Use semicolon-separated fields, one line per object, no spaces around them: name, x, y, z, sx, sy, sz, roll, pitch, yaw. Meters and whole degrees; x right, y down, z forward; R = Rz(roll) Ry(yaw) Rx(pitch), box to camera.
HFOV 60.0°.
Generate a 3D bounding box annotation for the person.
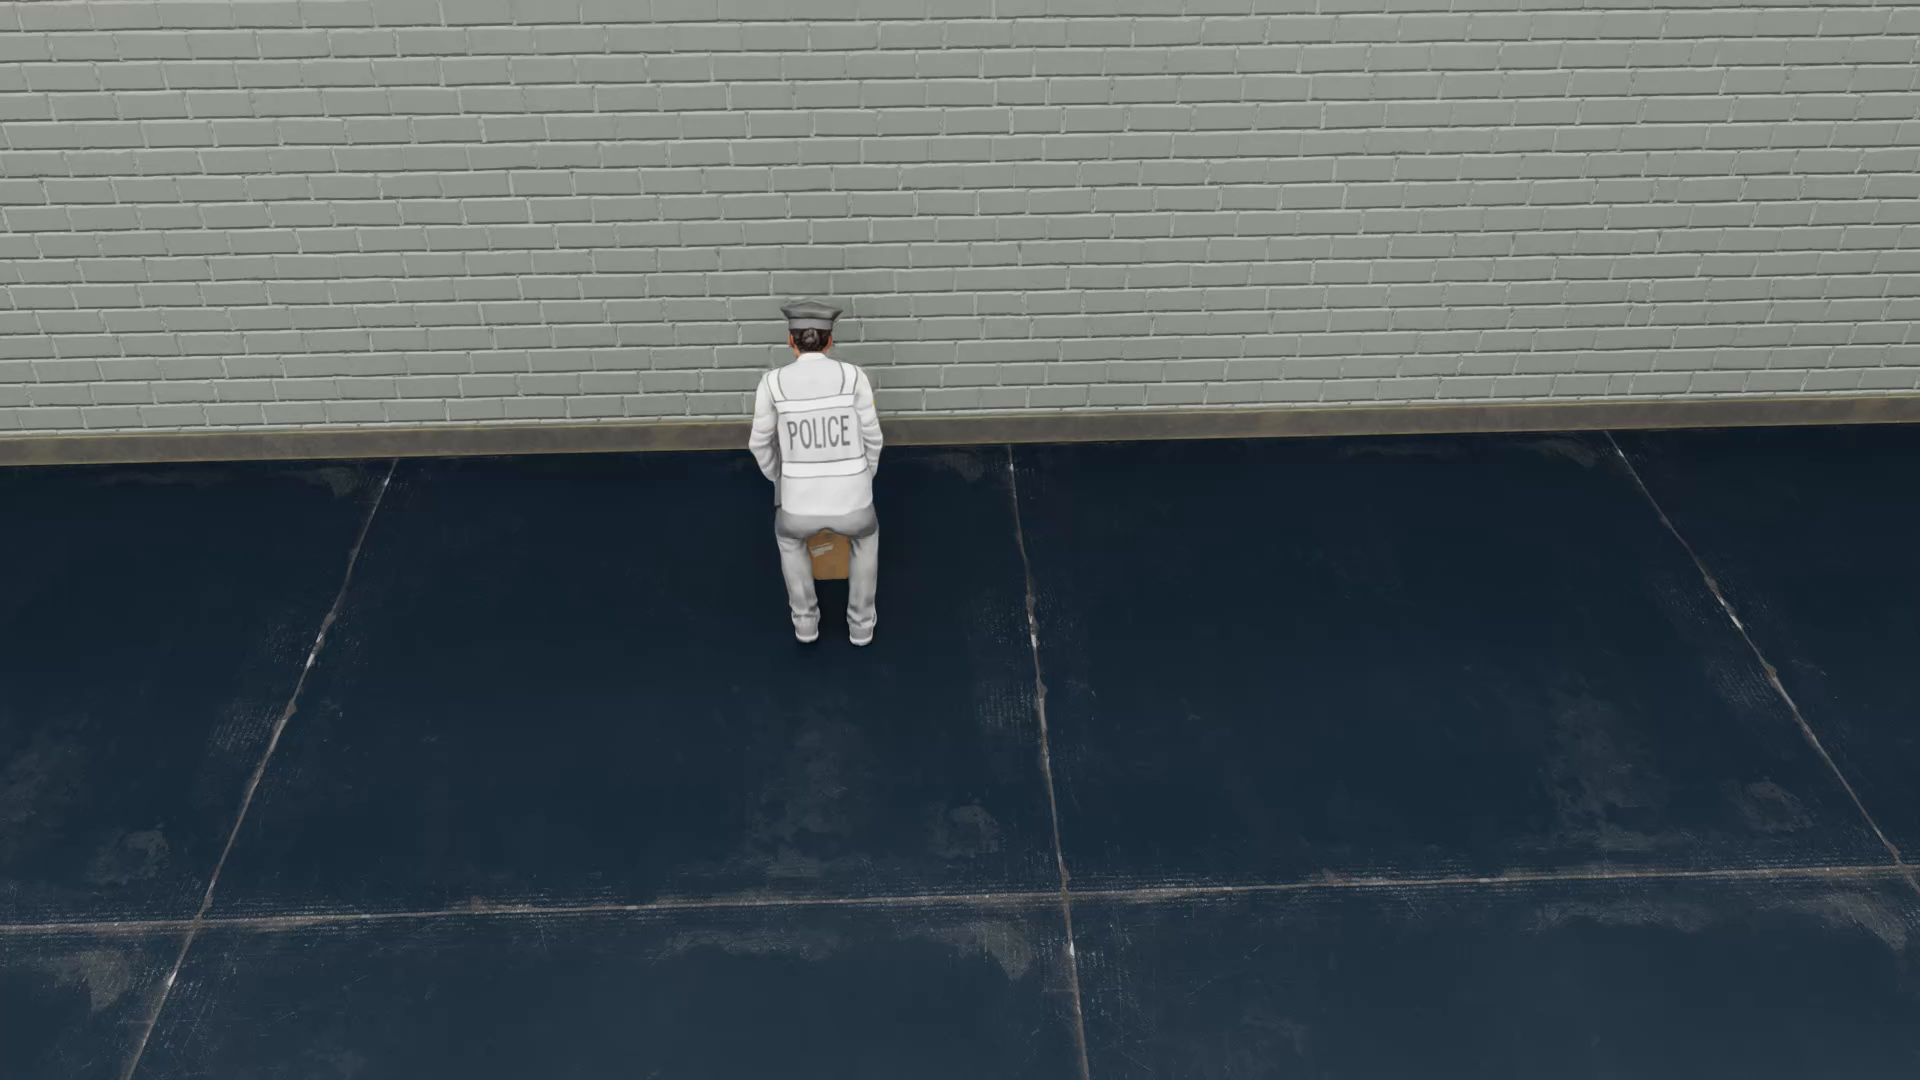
person;-0.571;-0.234;6.685;0.534;1.429;0.674;-1;35;-2
